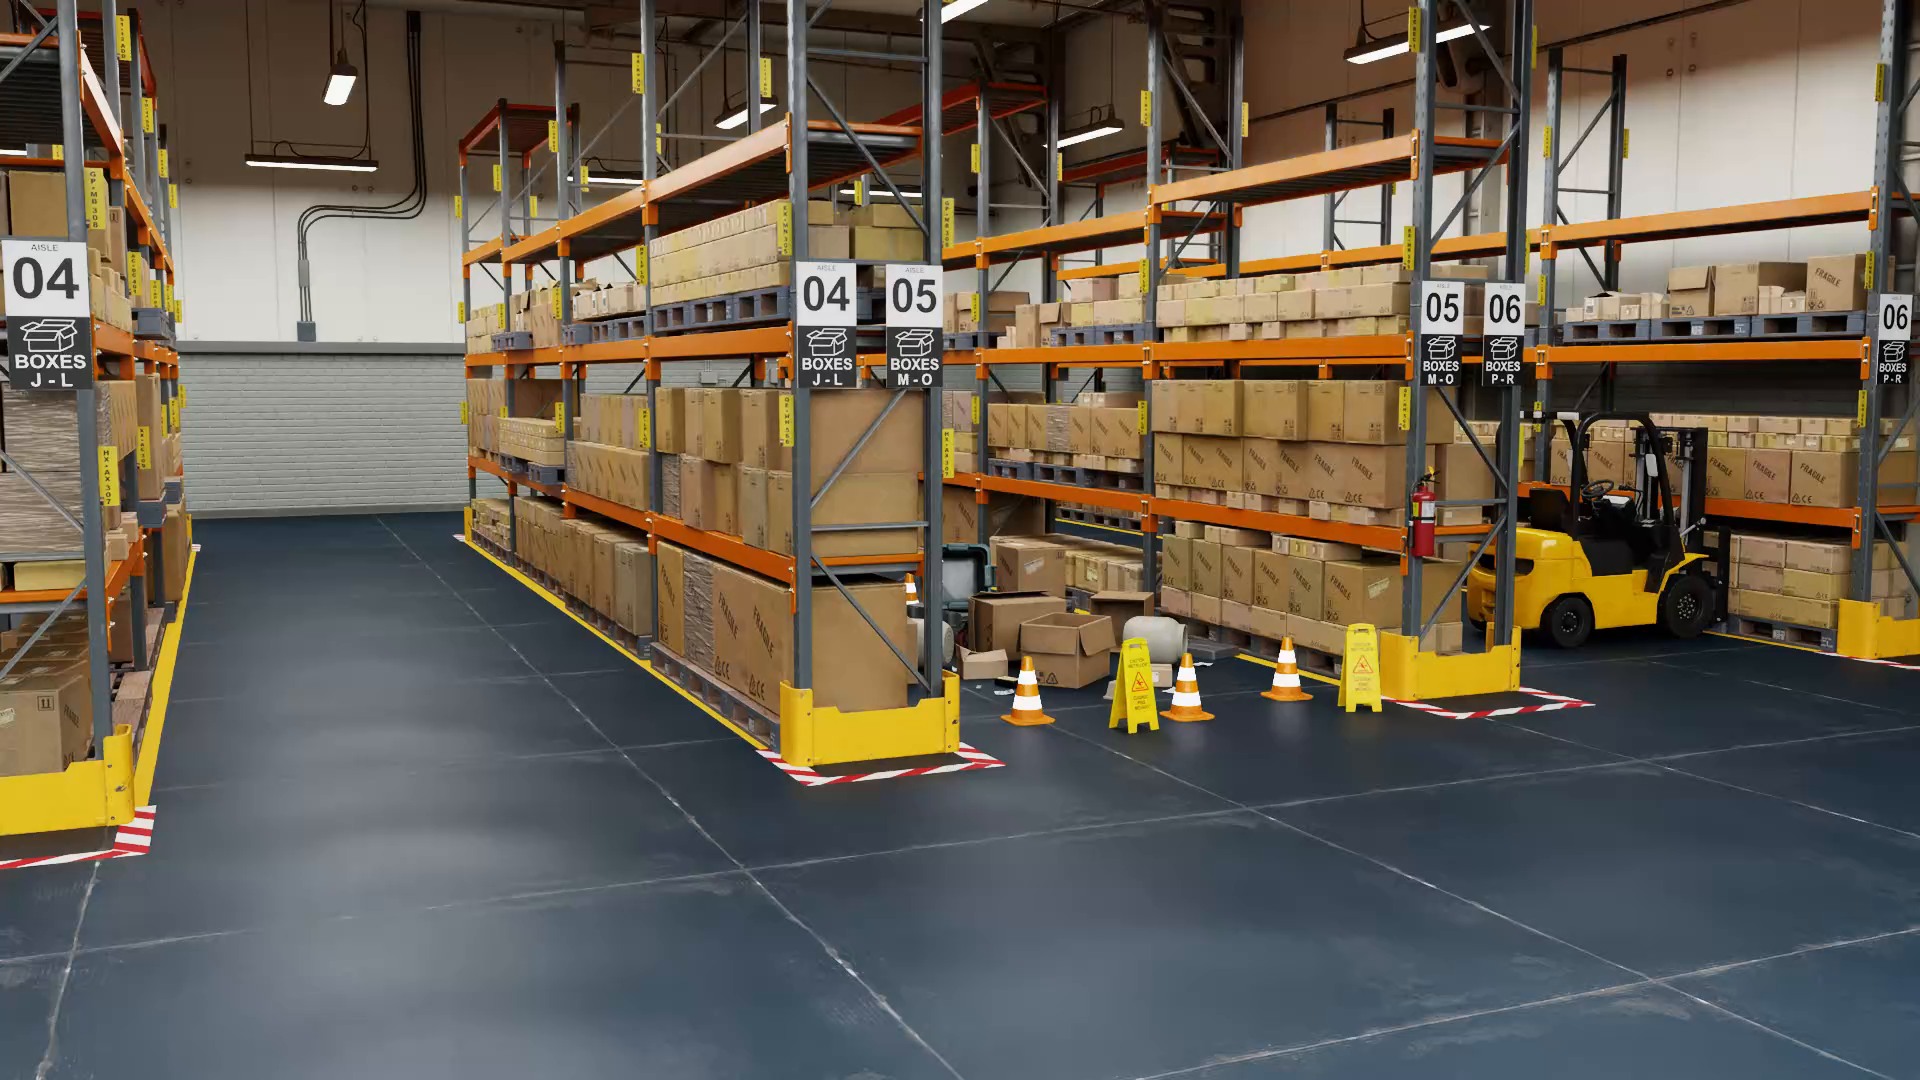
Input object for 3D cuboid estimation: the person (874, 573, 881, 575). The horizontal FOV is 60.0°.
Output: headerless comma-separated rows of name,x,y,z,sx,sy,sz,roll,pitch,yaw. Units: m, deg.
person,-1.212,0.240,18.415,0.815,0.894,0.446,-2,6,-24
